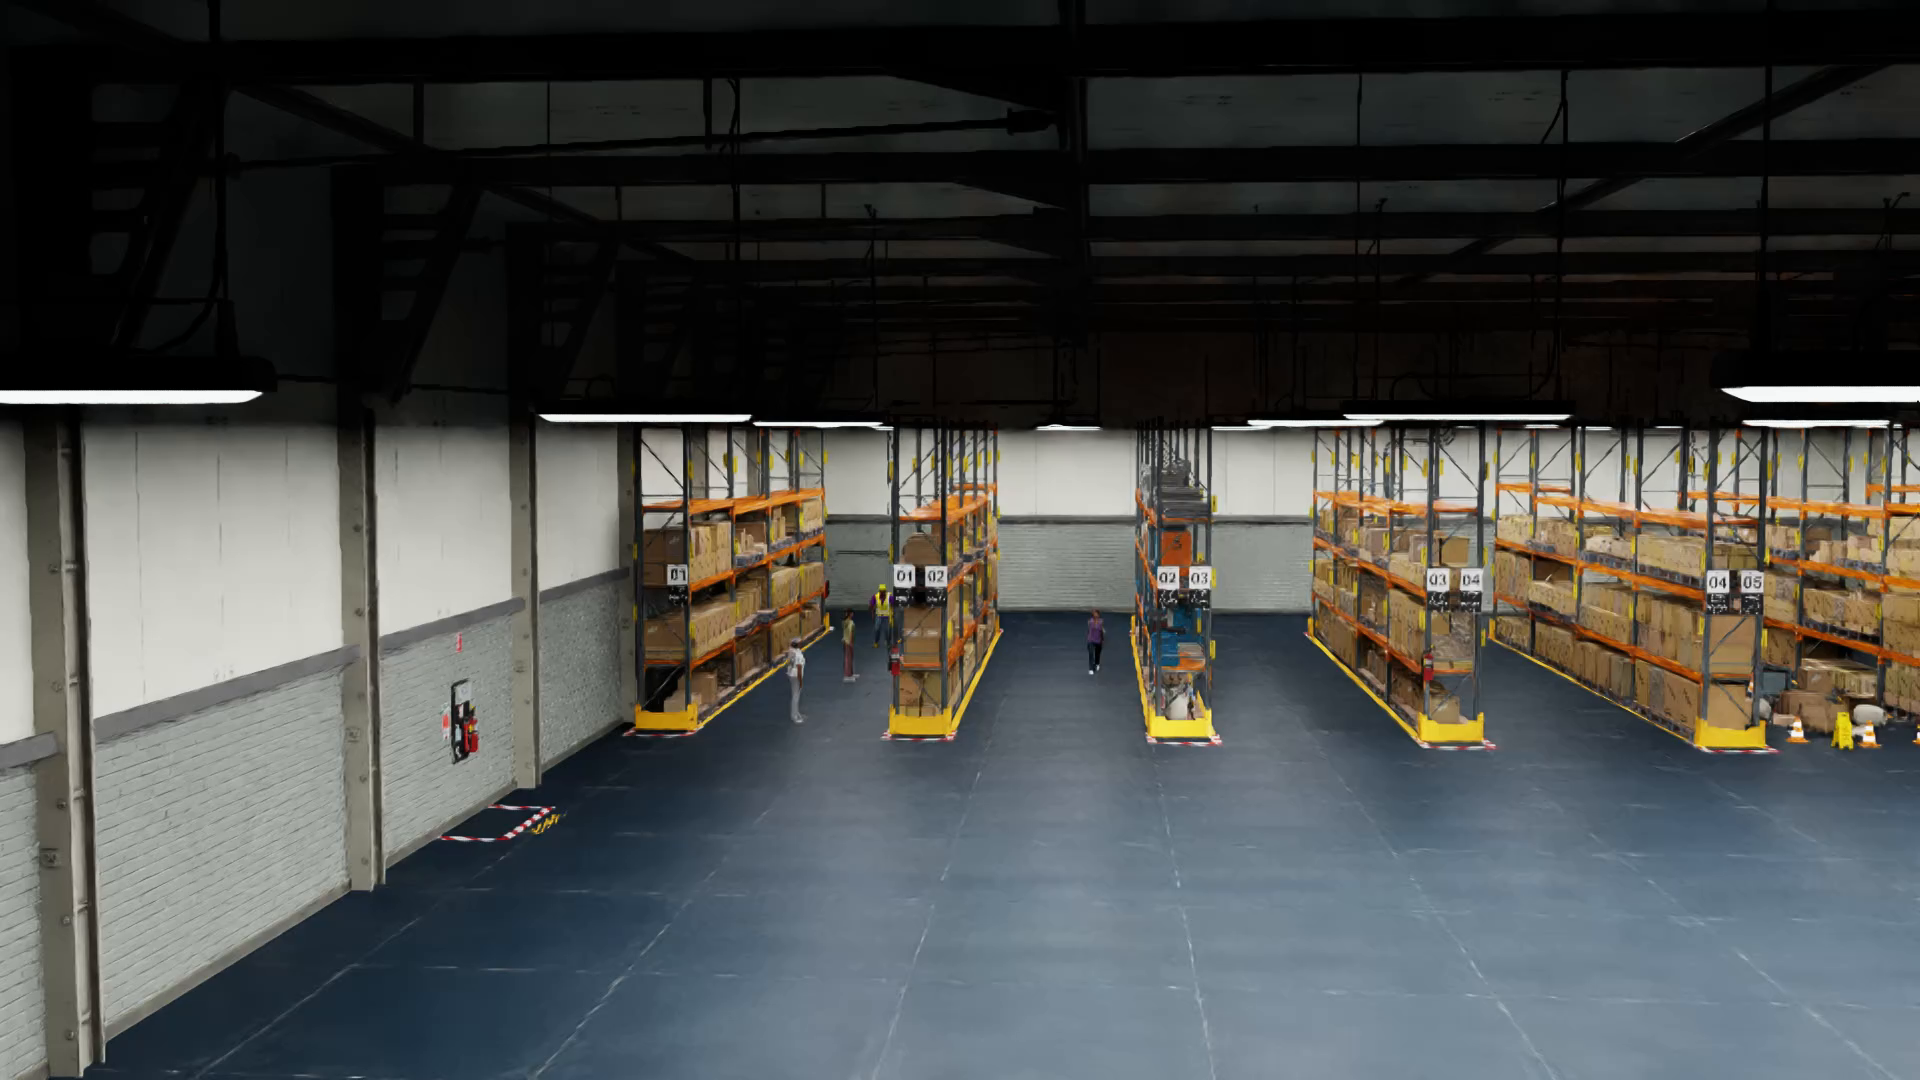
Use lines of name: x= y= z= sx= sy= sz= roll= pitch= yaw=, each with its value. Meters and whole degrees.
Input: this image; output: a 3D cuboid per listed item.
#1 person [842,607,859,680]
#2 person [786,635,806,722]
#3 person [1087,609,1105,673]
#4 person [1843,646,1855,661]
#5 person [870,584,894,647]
person: x=-2.517 y=2.384 z=38.272 sx=0.441 sy=1.656 sz=0.498 roll=-2 pitch=4 yaw=-24
person: x=-3.207 y=2.732 z=32.845 sx=0.437 sy=1.672 sz=0.553 roll=-2 pitch=4 yaw=-25
person: x=3.230 y=2.374 z=39.455 sx=0.415 sy=1.517 sz=1.042 roll=0 pitch=4 yaw=2
person: x=21.906 y=2.195 z=41.185 sx=0.545 sy=1.652 sz=0.574 roll=2 pitch=4 yaw=33
person: x=-2.041 y=1.998 z=44.074 sx=0.719 sy=1.714 sz=0.577 roll=0 pitch=4 yaw=3
